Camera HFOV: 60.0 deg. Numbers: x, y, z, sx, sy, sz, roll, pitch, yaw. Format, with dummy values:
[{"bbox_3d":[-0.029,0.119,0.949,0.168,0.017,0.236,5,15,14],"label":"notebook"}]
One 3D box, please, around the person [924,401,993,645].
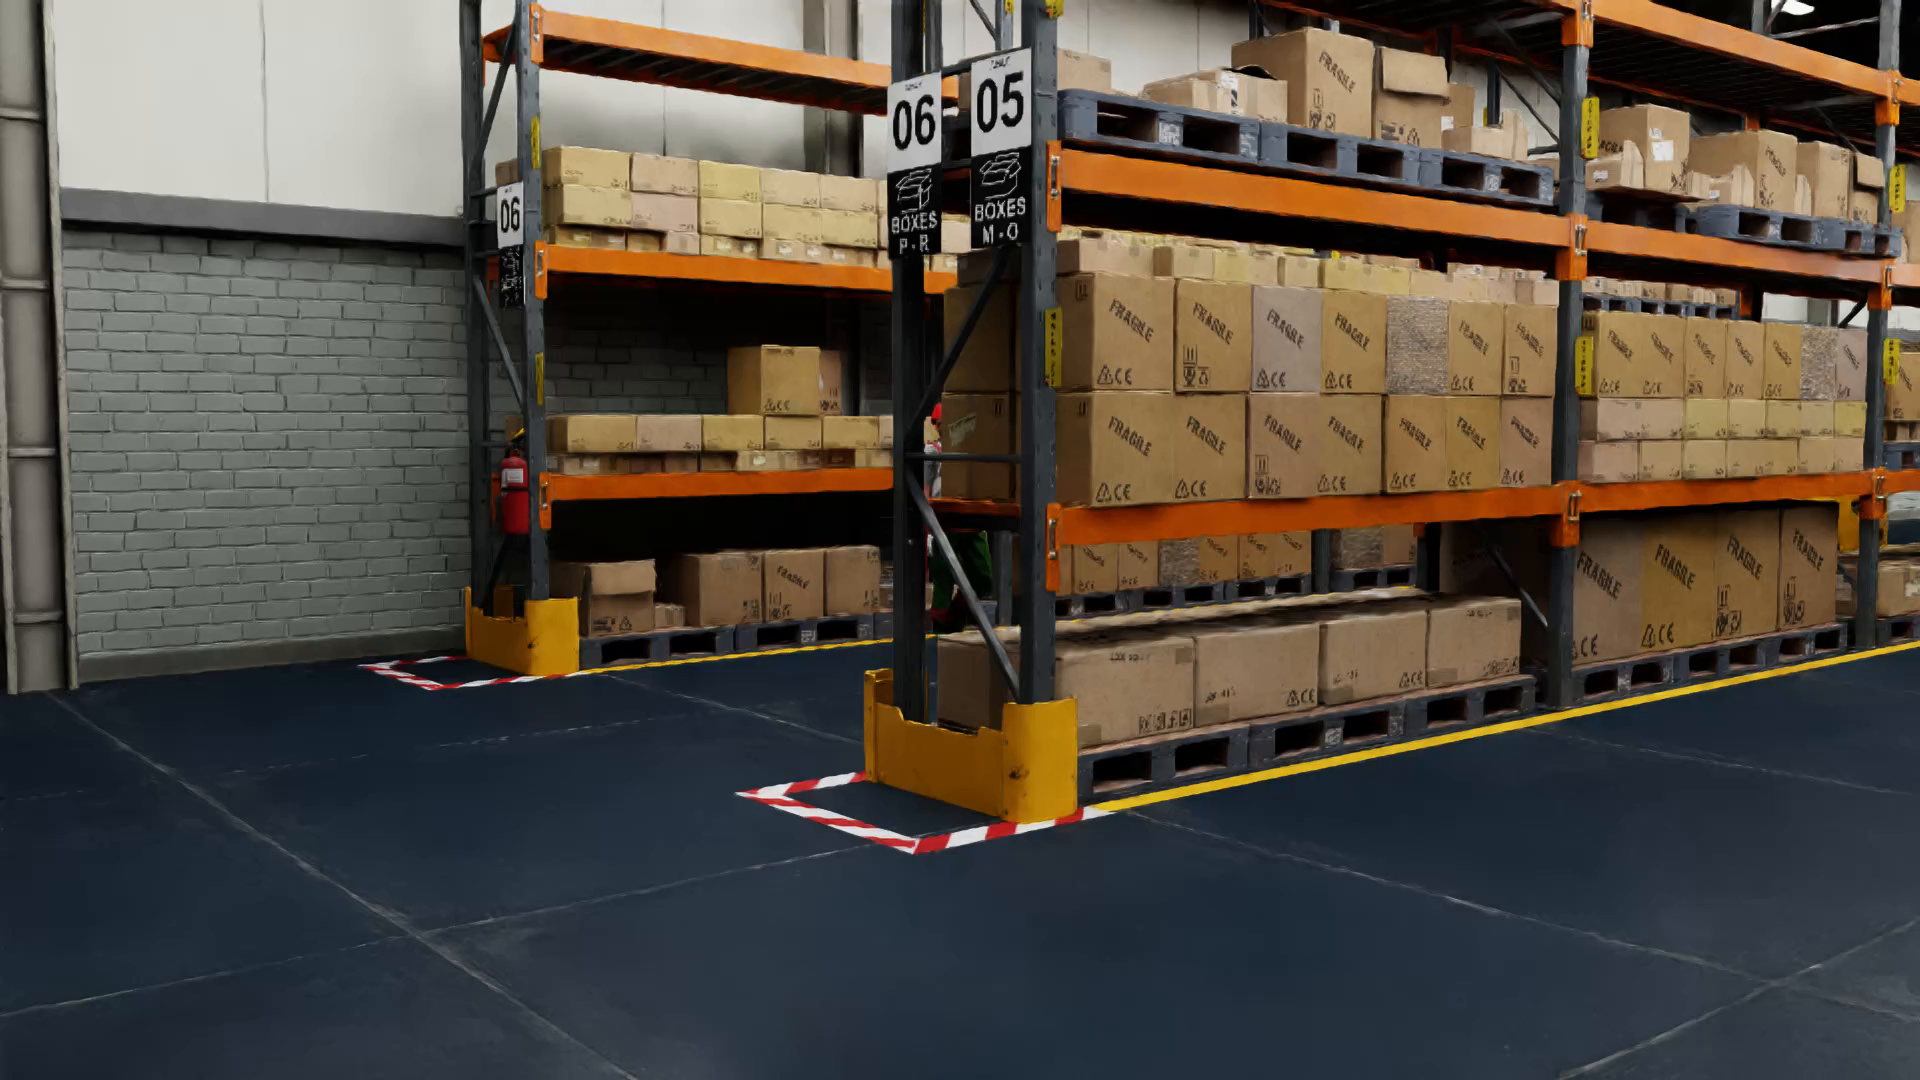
[{"bbox_3d":[-0.060,-0.082,11.678,0.578,1.786,0.442,-3,5,-38],"label":"person"}]
